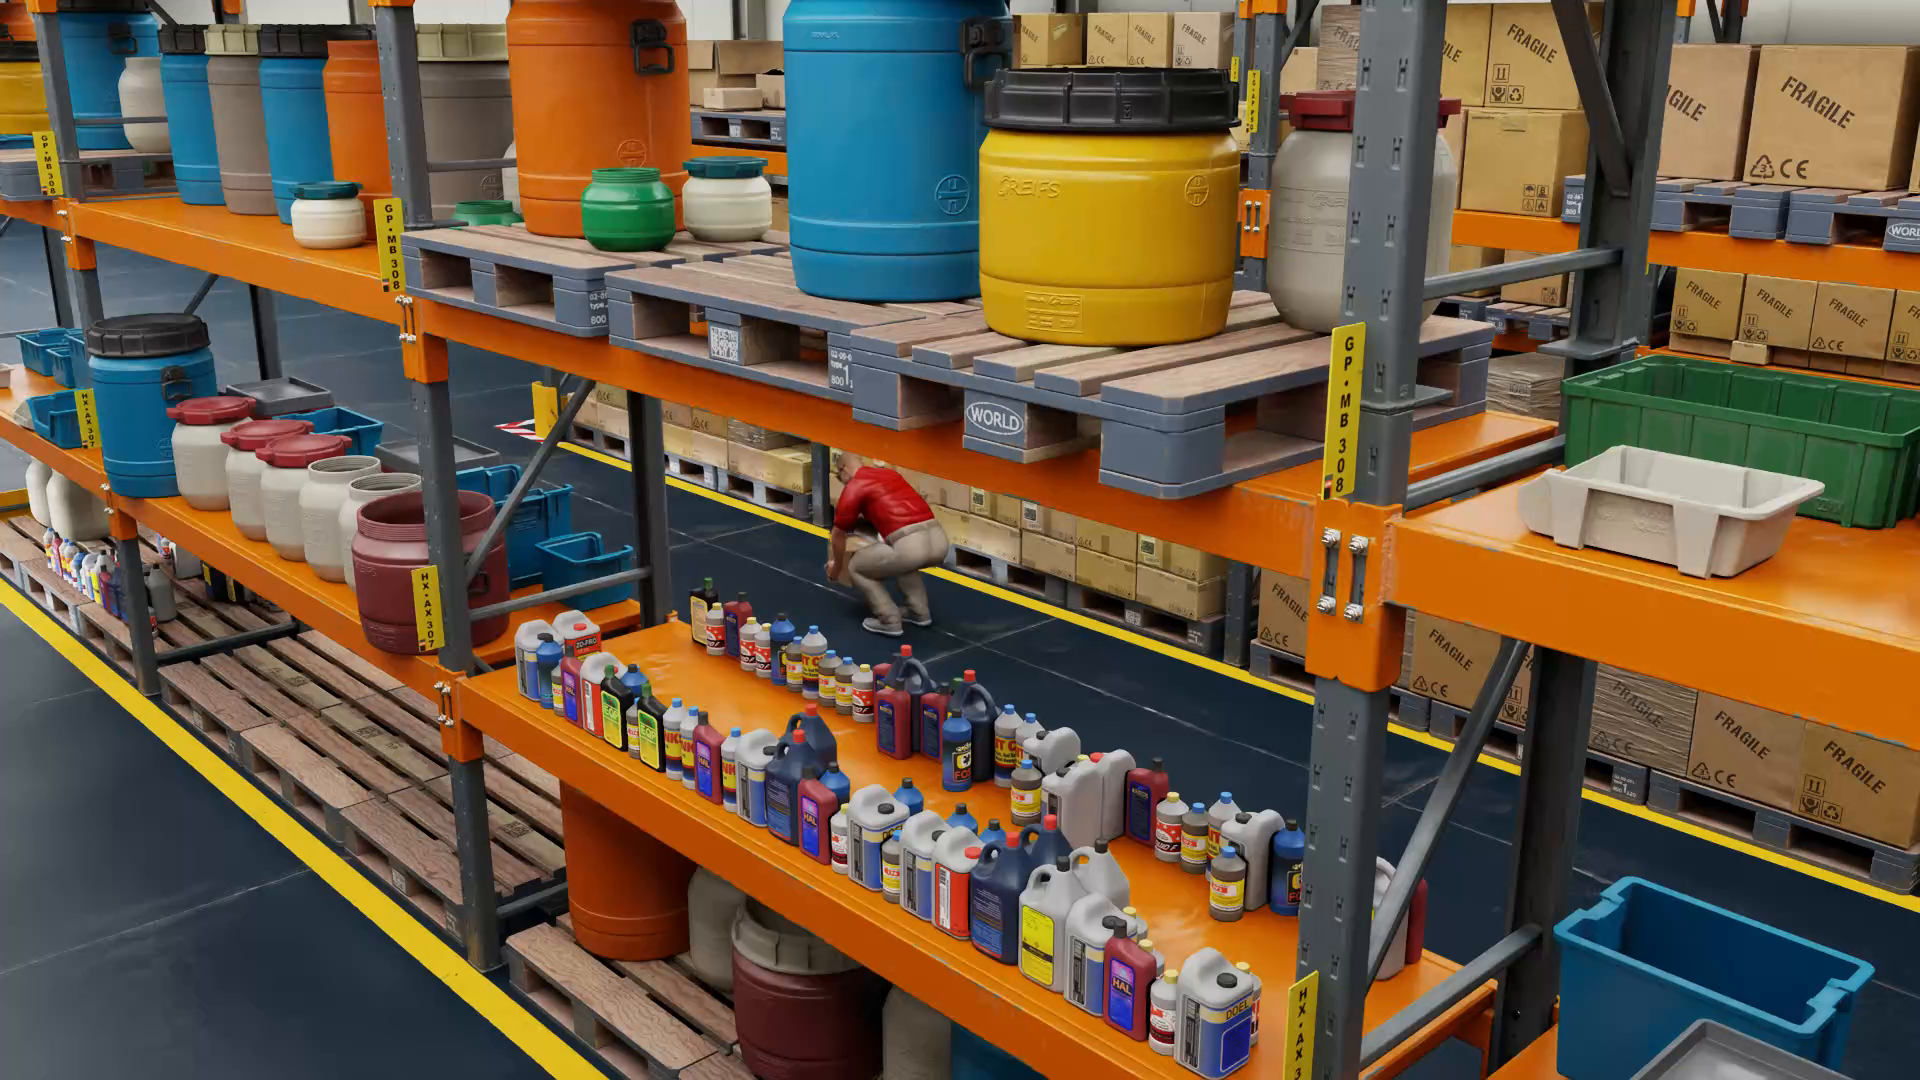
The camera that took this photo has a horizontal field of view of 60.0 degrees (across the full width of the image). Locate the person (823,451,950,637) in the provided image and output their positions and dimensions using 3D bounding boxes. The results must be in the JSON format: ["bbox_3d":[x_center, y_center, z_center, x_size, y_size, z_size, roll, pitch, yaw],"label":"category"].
[{"bbox_3d":[-0.474,0.021,10.567,0.569,1.106,0.831,-15,23,-40],"label":"person"}]
